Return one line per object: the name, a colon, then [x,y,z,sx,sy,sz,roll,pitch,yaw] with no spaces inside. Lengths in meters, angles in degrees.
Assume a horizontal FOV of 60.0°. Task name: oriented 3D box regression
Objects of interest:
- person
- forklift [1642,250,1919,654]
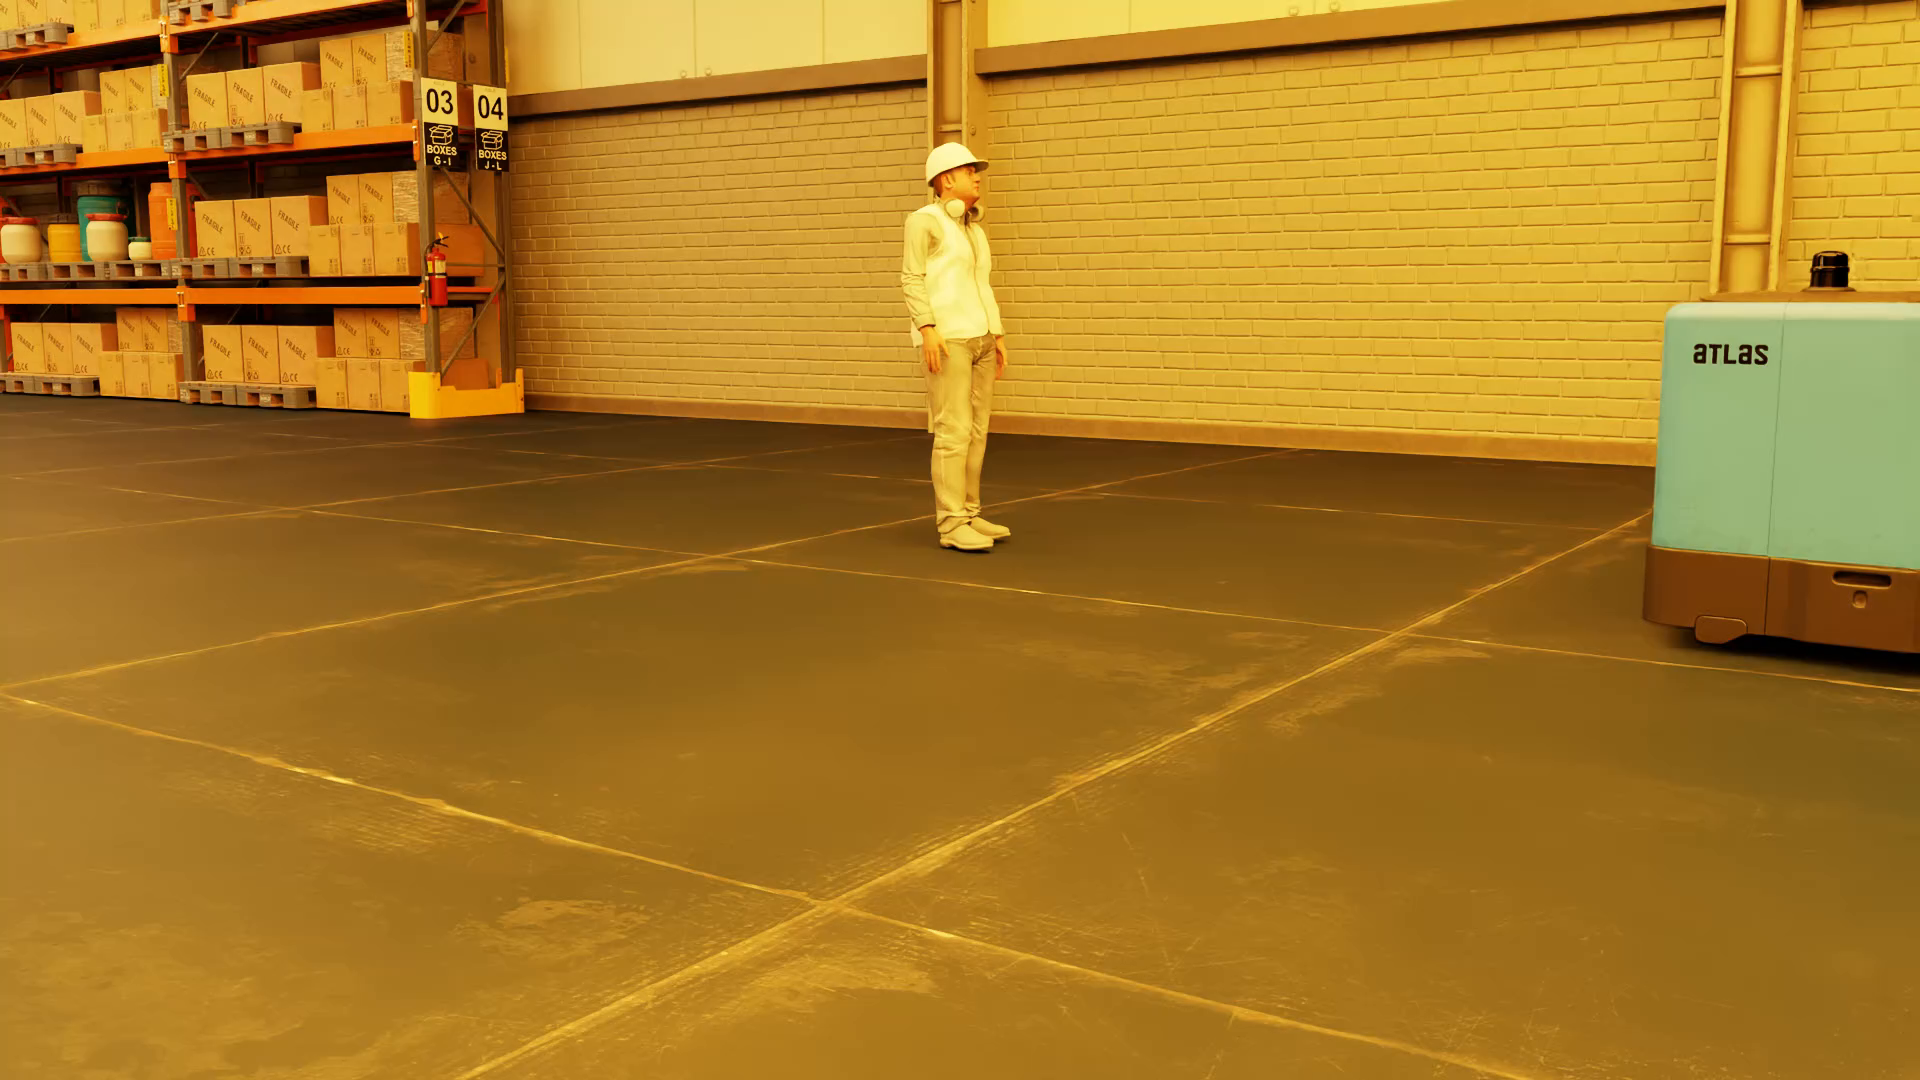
person: [0.047,-0.880,7.437,0.568,1.773,0.632,5,10,34]
forklift: [3.665,-1.052,4.593,3.031,2.935,1.130,6,10,36]
